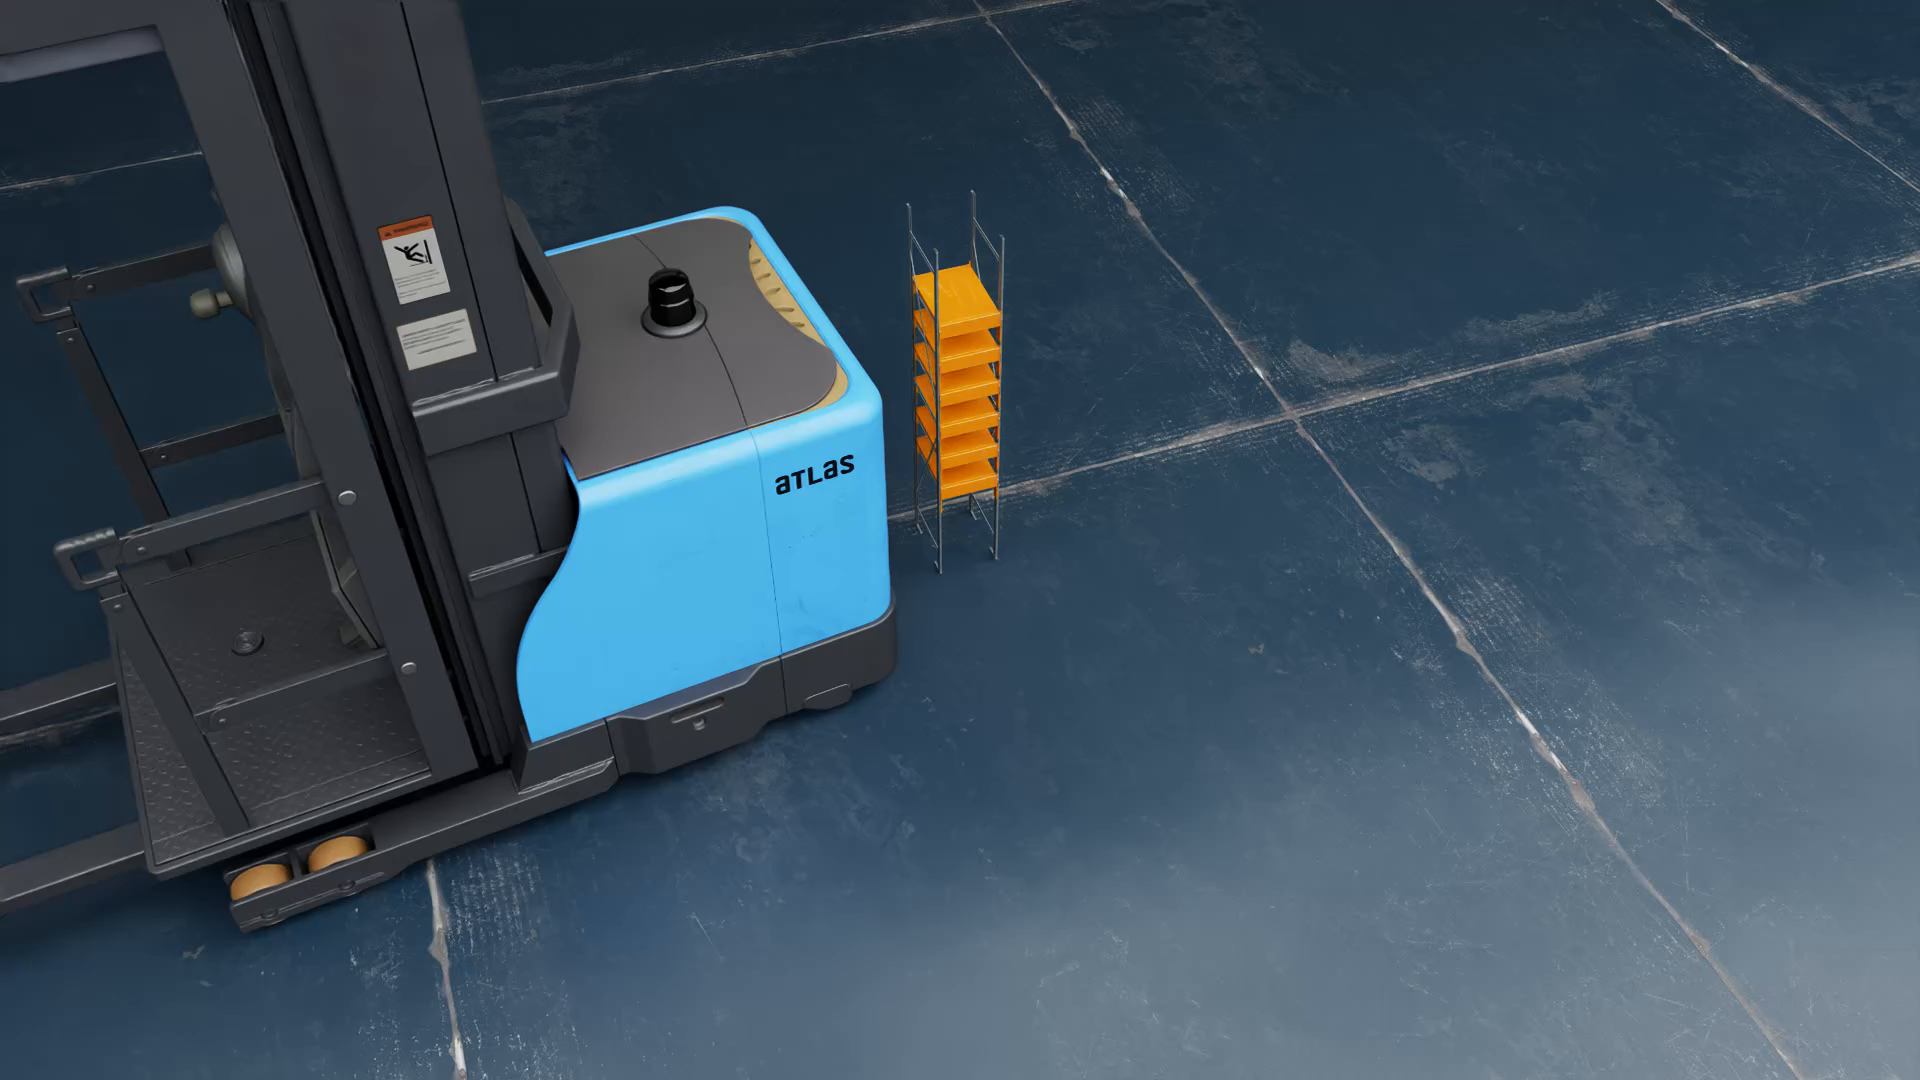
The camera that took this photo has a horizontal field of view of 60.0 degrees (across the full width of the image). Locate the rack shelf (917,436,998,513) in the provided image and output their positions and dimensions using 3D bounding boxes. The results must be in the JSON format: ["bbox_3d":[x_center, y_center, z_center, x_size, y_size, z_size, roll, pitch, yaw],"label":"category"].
[{"bbox_3d":[-0.014,-0.219,5.023,0.180,0.103,0.258,-14,47,-14],"label":"rack shelf"}]

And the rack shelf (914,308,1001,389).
[{"bbox_3d":[-0.014,-0.558,4.683,0.180,0.103,0.258,-14,47,-14],"label":"rack shelf"}]

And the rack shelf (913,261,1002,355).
[{"bbox_3d":[-0.014,-0.643,4.598,0.180,0.103,0.258,-14,47,-14],"label":"rack shelf"}]

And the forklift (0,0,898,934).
[{"bbox_3d":[-1.735,-0.477,3.656,3.031,2.935,1.130,-19,48,-18],"label":"forklift"}]

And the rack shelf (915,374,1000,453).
[{"bbox_3d":[-0.014,-0.389,4.853,0.180,0.103,0.258,-14,47,-14],"label":"rack shelf"}]

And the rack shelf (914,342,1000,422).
[{"bbox_3d":[-0.014,-0.473,4.768,0.180,0.103,0.258,-14,47,-14],"label":"rack shelf"}]

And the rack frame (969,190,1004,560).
[{"bbox_3d":[0.072,-0.442,4.843,0.006,1.200,0.240,-14,47,-14],"label":"rack frame"}]

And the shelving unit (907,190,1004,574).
[{"bbox_3d":[-0.014,-0.420,4.822,0.189,1.200,0.258,-14,47,-14],"label":"shelving unit"}]

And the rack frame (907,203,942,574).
[{"bbox_3d":[-0.100,-0.398,4.800,0.006,1.200,0.240,-14,47,-14],"label":"rack frame"}]

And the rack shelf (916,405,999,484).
[{"bbox_3d":[-0.014,-0.304,4.938,0.180,0.103,0.258,-14,47,-14],"label":"rack shelf"}]
